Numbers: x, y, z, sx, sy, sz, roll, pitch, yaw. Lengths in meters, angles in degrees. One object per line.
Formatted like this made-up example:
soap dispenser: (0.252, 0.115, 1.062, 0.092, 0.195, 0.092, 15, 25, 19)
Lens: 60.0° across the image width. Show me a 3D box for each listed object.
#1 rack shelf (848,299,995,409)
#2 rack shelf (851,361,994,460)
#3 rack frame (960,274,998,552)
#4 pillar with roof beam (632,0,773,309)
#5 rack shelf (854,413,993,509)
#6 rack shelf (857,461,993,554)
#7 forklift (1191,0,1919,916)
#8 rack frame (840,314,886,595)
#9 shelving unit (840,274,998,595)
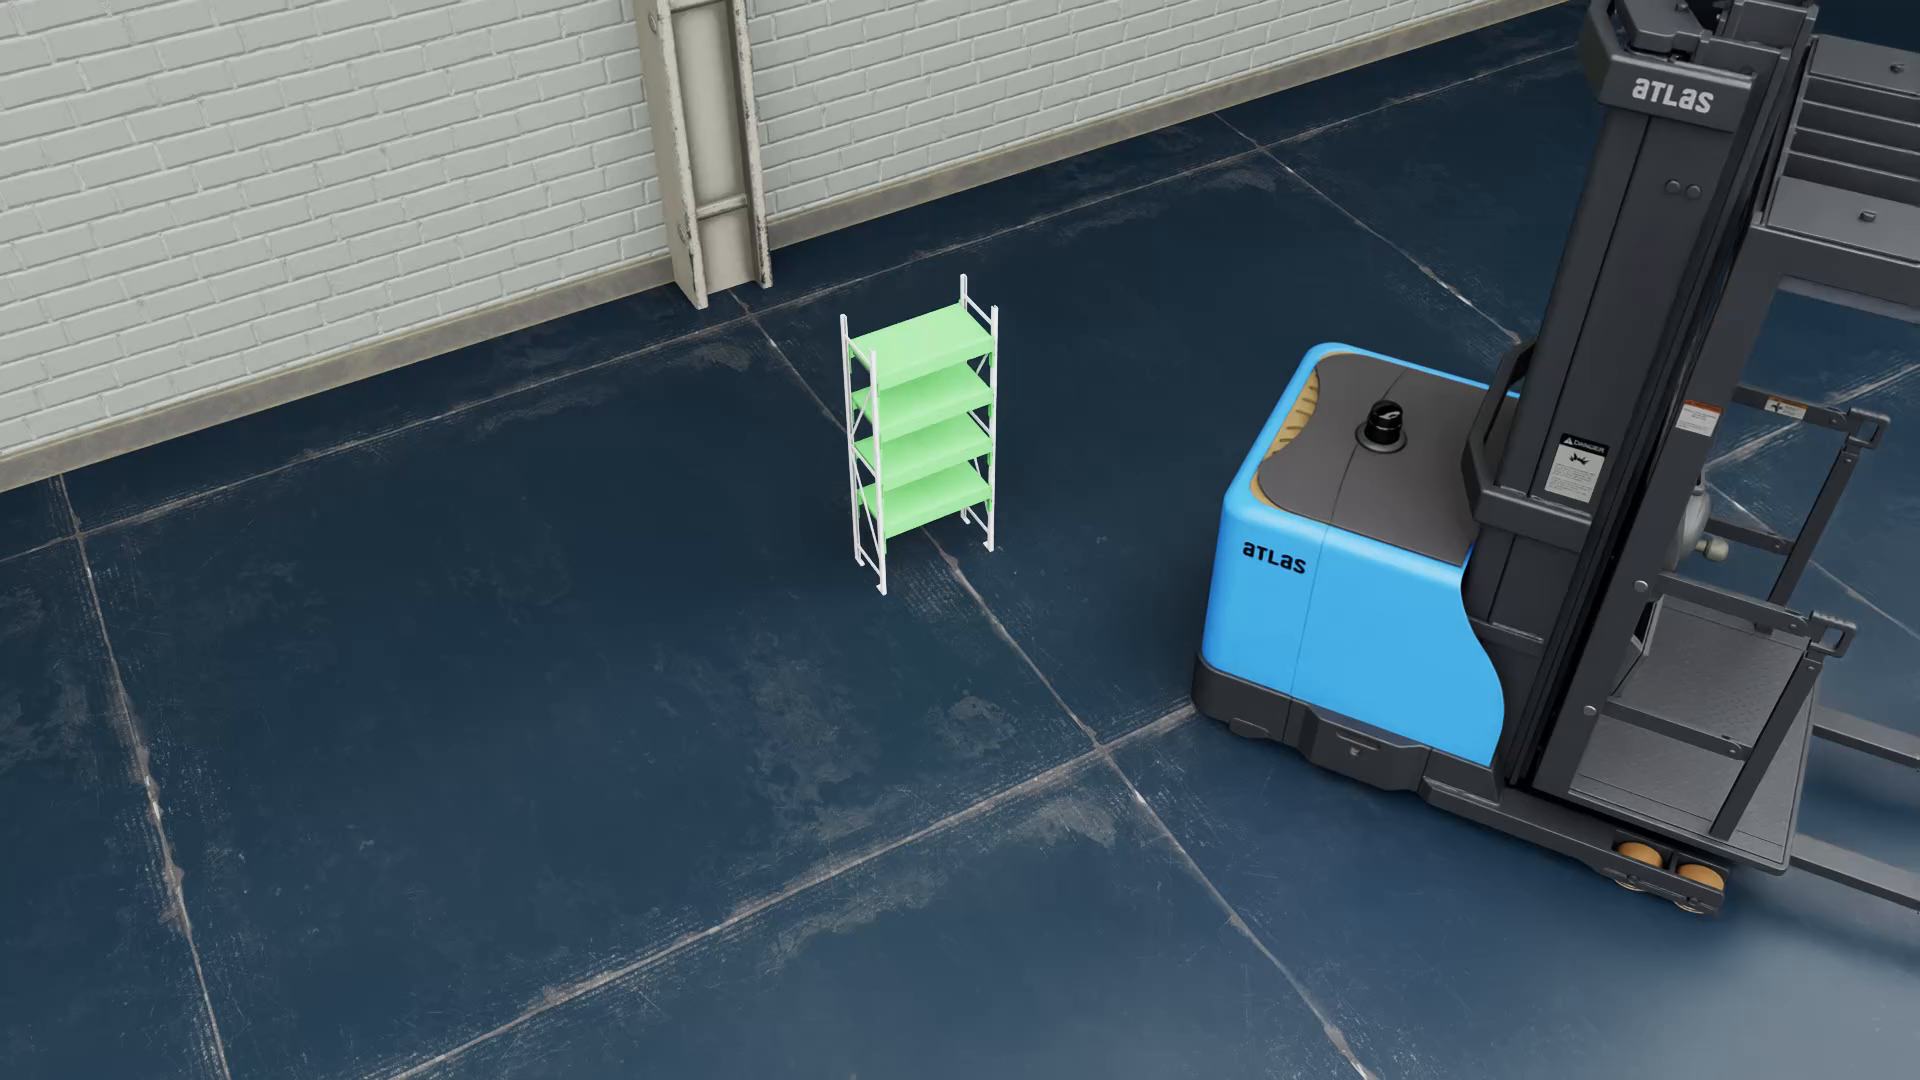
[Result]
rack shelf: (-0.144, -0.672, 5.983, 0.480, 0.148, 0.258, -22, 48, -21)
rack shelf: (-0.144, -0.499, 6.150, 0.480, 0.148, 0.258, -22, 48, -21)
rack frame: (0.068, -0.458, 6.360, 0.015, 1.200, 0.240, -22, 48, -21)
pillar with roof beam: (0.998, -1.881, 2.227, 0.400, 9.000, 9.100, -22, 48, -21)
rack shelf: (-0.144, -0.327, 6.317, 0.480, 0.148, 0.258, -22, 48, -21)
rack shelf: (-0.144, -0.155, 6.485, 0.480, 0.148, 0.258, -22, 48, -21)
forklift: (2.393, -0.249, 4.902, 3.031, 2.935, 1.130, 19, 47, 19)
rack frame: (-0.355, -0.288, 6.186, 0.015, 1.200, 0.240, -22, 48, -21)
shelving unit: (-0.144, -0.373, 6.273, 0.503, 1.200, 0.258, -22, 48, -21)
